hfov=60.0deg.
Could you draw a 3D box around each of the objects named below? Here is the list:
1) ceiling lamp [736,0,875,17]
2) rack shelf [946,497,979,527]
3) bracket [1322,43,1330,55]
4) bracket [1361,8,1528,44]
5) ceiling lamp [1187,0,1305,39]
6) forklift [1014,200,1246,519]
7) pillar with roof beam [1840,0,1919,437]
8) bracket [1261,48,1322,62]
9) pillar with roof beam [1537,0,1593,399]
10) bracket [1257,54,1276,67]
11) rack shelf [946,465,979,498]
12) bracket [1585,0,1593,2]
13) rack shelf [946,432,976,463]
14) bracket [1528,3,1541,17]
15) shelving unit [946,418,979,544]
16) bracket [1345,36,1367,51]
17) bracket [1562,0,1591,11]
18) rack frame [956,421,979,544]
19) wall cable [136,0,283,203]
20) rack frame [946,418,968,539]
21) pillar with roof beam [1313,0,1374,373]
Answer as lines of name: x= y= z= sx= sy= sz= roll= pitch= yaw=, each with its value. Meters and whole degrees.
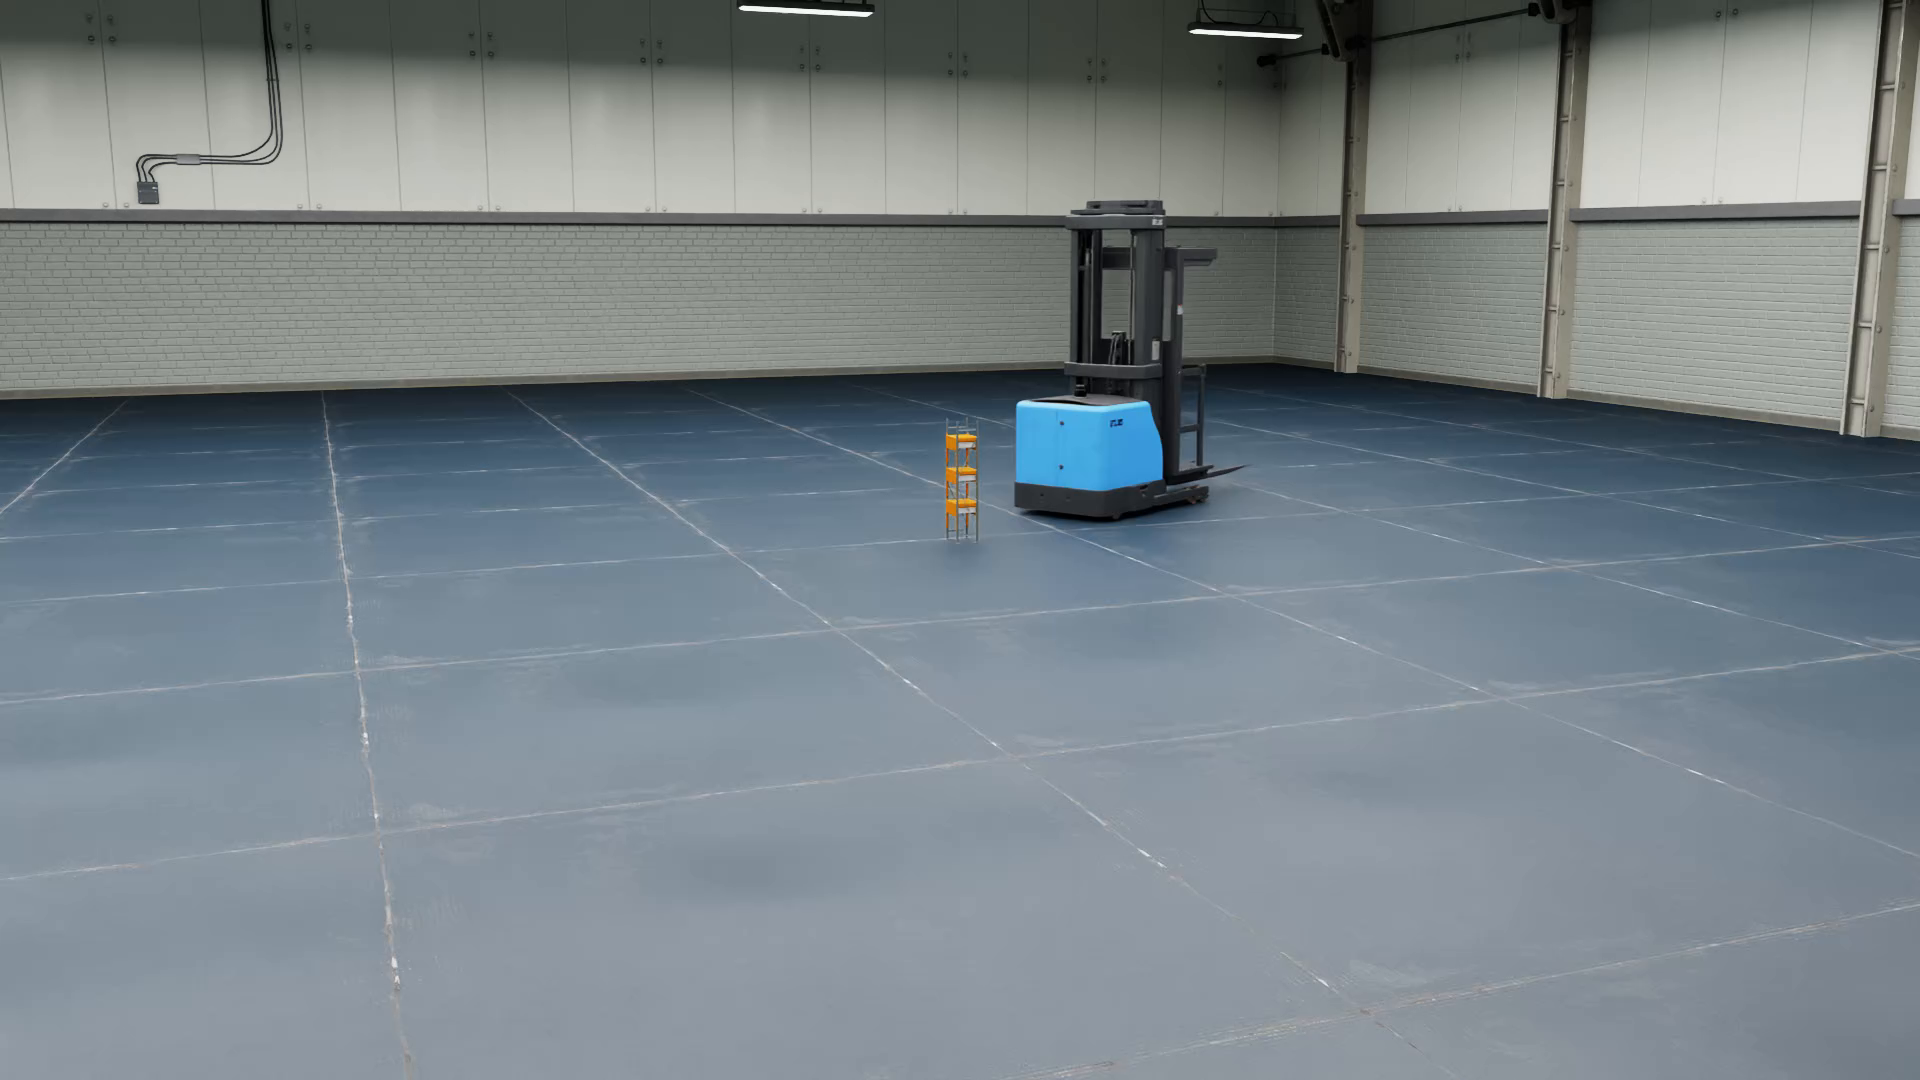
ceiling lamp: x=-2.322 y=-9.259 z=24.112 sx=2.000 sy=3.185 sz=0.800 roll=-4 pitch=11 yaw=-21
rack shelf: x=0.019 y=-0.224 z=14.330 sx=0.215 sy=0.259 sz=0.240 roll=-4 pitch=11 yaw=-21
bracket: x=7.261 y=-9.614 z=32.497 sx=0.235 sy=0.232 sz=0.430 roll=-4 pitch=11 yaw=-21
bracket: x=8.495 y=-9.058 z=29.371 sx=0.076 sy=0.066 sz=4.783 roll=-4 pitch=11 yaw=-21
ceiling lamp: x=4.519 y=-9.725 z=26.731 sx=2.000 sy=3.185 sz=0.800 roll=-4 pitch=11 yaw=-21
forklift: x=1.822 y=-1.839 z=16.392 sx=1.130 sy=2.935 sz=3.031 roll=8 pitch=13 yaw=38
pillar with roof beam: x=8.078 y=-5.565 z=20.010 sx=9.100 sy=9.000 sz=0.400 roll=-4 pitch=11 yaw=-21
bracket: x=6.616 y=-9.905 z=34.130 sx=0.076 sy=0.066 sz=3.189 roll=-4 pitch=11 yaw=-21
pillar with roof beam: x=5.904 y=-6.544 z=25.516 sx=9.100 sy=9.000 sz=0.548 roll=-4 pitch=11 yaw=-21
bracket: x=6.402 y=-10.001 z=34.672 sx=0.235 sy=0.232 sz=0.430 roll=-4 pitch=11 yaw=-21
rack shelf: x=0.019 y=-0.498 z=14.281 sx=0.215 sy=0.259 sz=0.240 roll=-4 pitch=11 yaw=-21
bracket: x=10.670 y=-8.079 z=23.865 sx=0.076 sy=0.066 sz=4.783 roll=-4 pitch=11 yaw=-21
rack shelf: x=0.019 y=-0.777 z=14.231 sx=0.215 sy=0.259 sz=0.240 roll=-4 pitch=11 yaw=-21
bracket: x=9.435 y=-8.635 z=26.991 sx=0.235 sy=0.232 sz=0.430 roll=-4 pitch=11 yaw=-21
shelving unit: x=0.019 y=-0.508 z=14.279 sx=0.215 sy=1.050 sz=0.252 roll=-4 pitch=11 yaw=-21
bracket: x=7.562 y=-9.479 z=31.735 sx=0.235 sy=0.232 sz=0.430 roll=-4 pitch=11 yaw=-21
bracket: x=9.736 y=-8.499 z=26.229 sx=0.235 sy=0.232 sz=0.430 roll=-4 pitch=11 yaw=-21
rack frame: x=0.064 y=-0.488 z=14.167 sx=0.200 sy=1.050 sz=0.008 roll=-4 pitch=11 yaw=-21
wall cable: x=-12.598 y=-8.637 z=27.569 sx=2.305 sy=6.003 sz=0.169 roll=-4 pitch=11 yaw=-21
rack frame: x=-0.025 y=-0.528 z=14.391 sx=0.200 sy=1.050 sz=0.008 roll=-4 pitch=11 yaw=-21
pillar with roof beam: x=3.730 y=-7.524 z=31.022 sx=9.100 sy=9.000 sz=0.548 roll=-4 pitch=11 yaw=-21
